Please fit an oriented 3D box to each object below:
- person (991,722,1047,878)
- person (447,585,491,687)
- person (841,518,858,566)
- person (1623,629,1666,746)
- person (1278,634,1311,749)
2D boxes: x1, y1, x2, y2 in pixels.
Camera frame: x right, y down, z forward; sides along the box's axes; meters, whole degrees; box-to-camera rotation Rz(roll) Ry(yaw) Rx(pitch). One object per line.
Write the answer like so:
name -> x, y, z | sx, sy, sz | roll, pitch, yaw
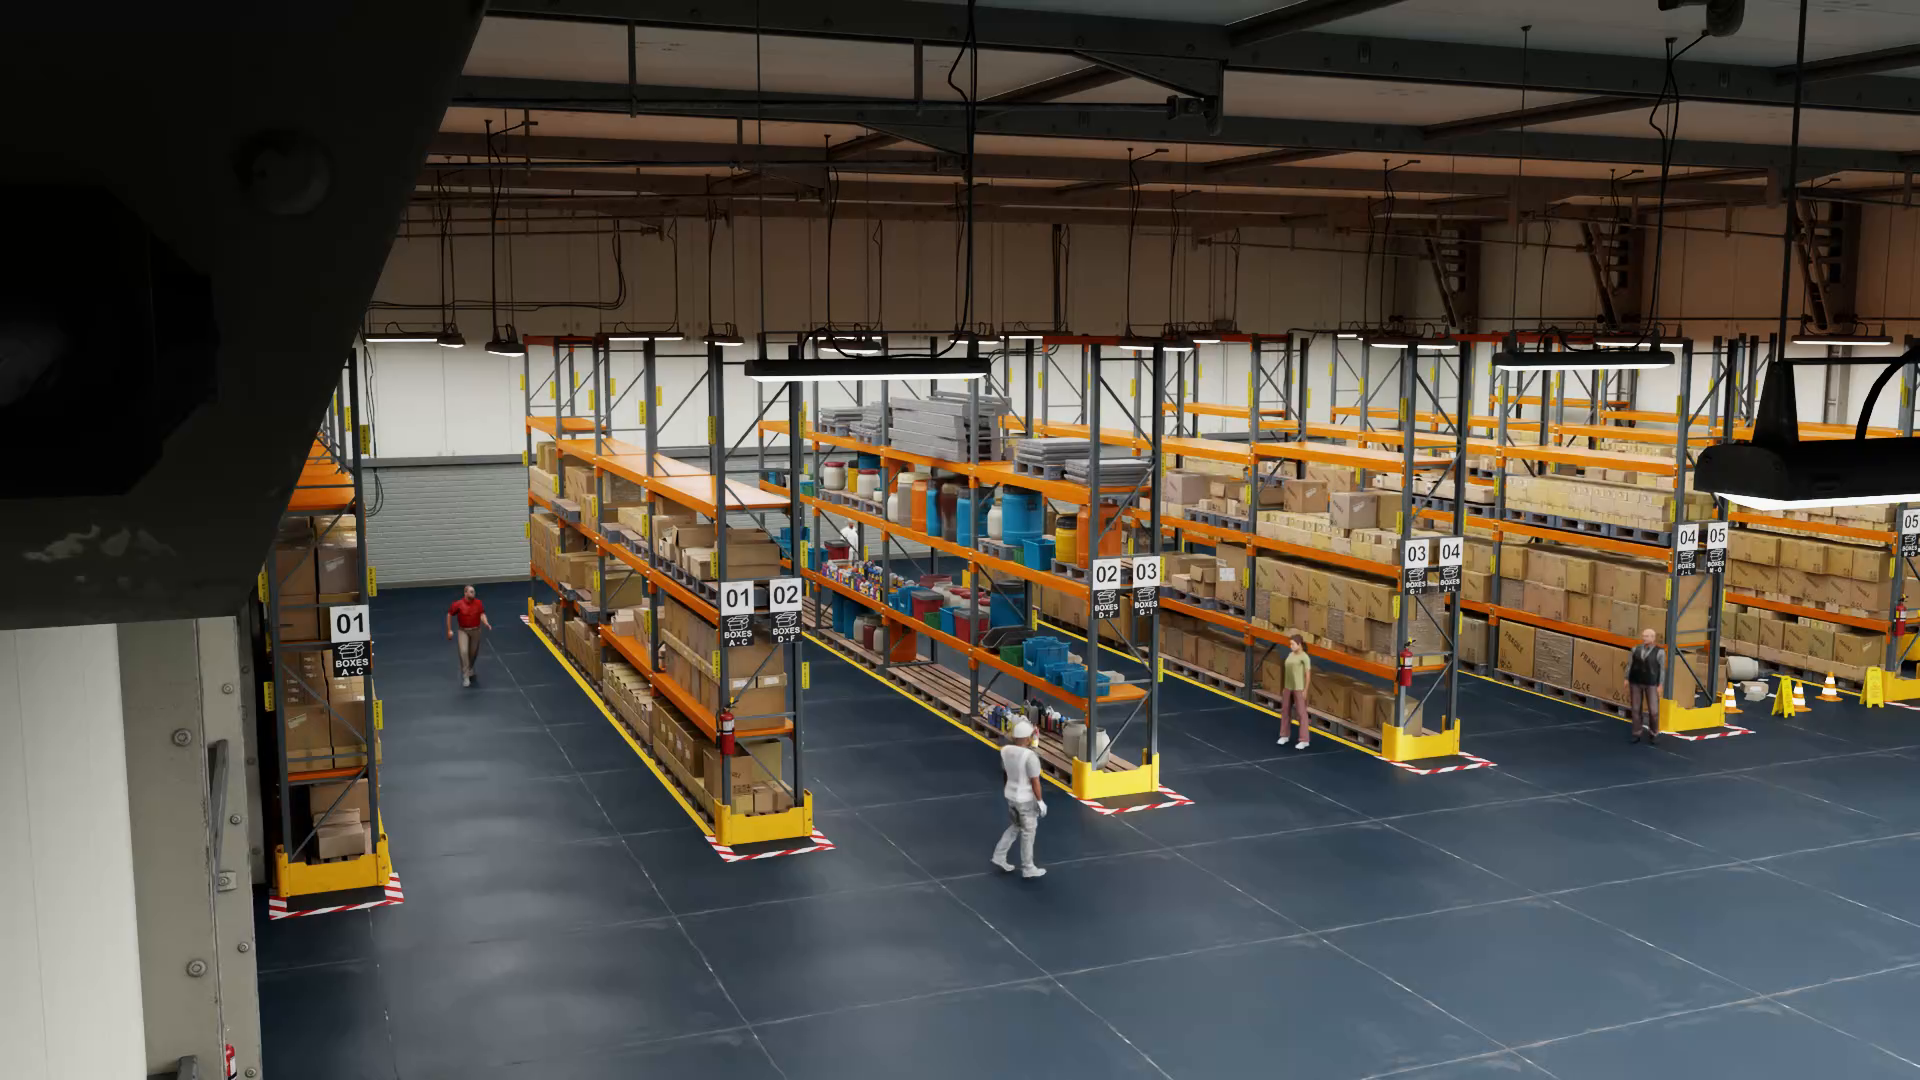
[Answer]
person -> 0.709, 2.947, 18.924 | 0.522, 1.787, 0.630 | -5, 9, -32
person -> -8.601, 1.647, 29.118 | 0.718, 1.717, 0.985 | -3, 8, -23
person -> -2.555, 0.277, 39.490 | 0.720, 1.633, 0.510 | 7, 10, 42
person -> 10.217, 2.193, 24.862 | 0.574, 1.745, 0.436 | 5, 9, 32
person -> 4.969, 2.226, 24.698 | 0.415, 1.671, 0.516 | -5, 9, -35
